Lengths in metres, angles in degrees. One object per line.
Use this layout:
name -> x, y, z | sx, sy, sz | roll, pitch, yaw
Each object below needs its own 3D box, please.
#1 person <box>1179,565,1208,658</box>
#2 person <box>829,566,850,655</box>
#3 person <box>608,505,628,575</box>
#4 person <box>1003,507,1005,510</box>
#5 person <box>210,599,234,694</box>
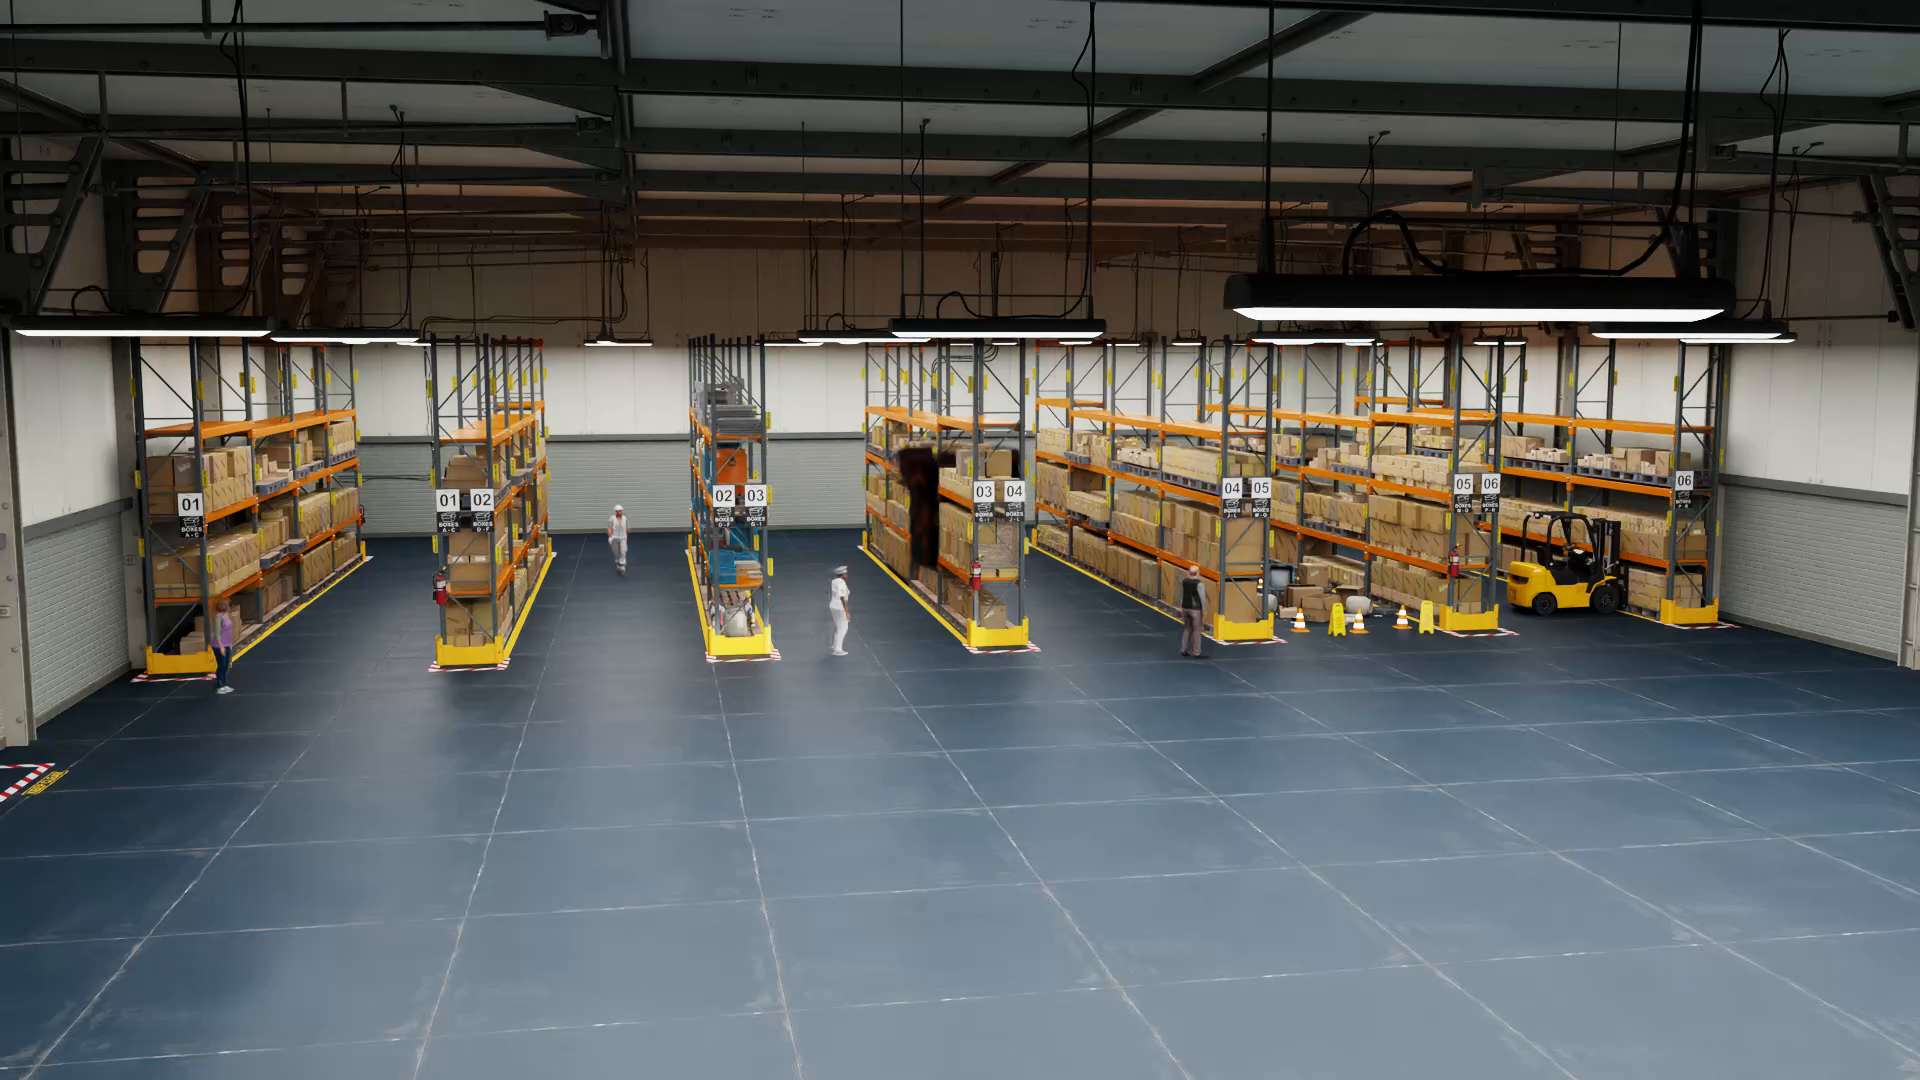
person -> 4.362, 1.369, 30.963 | 0.387, 1.809, 0.606 | -6, 9, -42
person -> -2.270, 1.349, 31.289 | 0.369, 1.717, 0.569 | -1, 7, -10
person -> -8.727, -0.017, 42.422 | 0.494, 1.746, 0.964 | -1, 7, -6
person -> 1.441, -0.808, 49.481 | 0.775, 1.747, 0.726 | -1, 7, -12
person -> -12.298, 1.771, 27.699 | 0.386, 1.593, 0.481 | 1, 7, 8
